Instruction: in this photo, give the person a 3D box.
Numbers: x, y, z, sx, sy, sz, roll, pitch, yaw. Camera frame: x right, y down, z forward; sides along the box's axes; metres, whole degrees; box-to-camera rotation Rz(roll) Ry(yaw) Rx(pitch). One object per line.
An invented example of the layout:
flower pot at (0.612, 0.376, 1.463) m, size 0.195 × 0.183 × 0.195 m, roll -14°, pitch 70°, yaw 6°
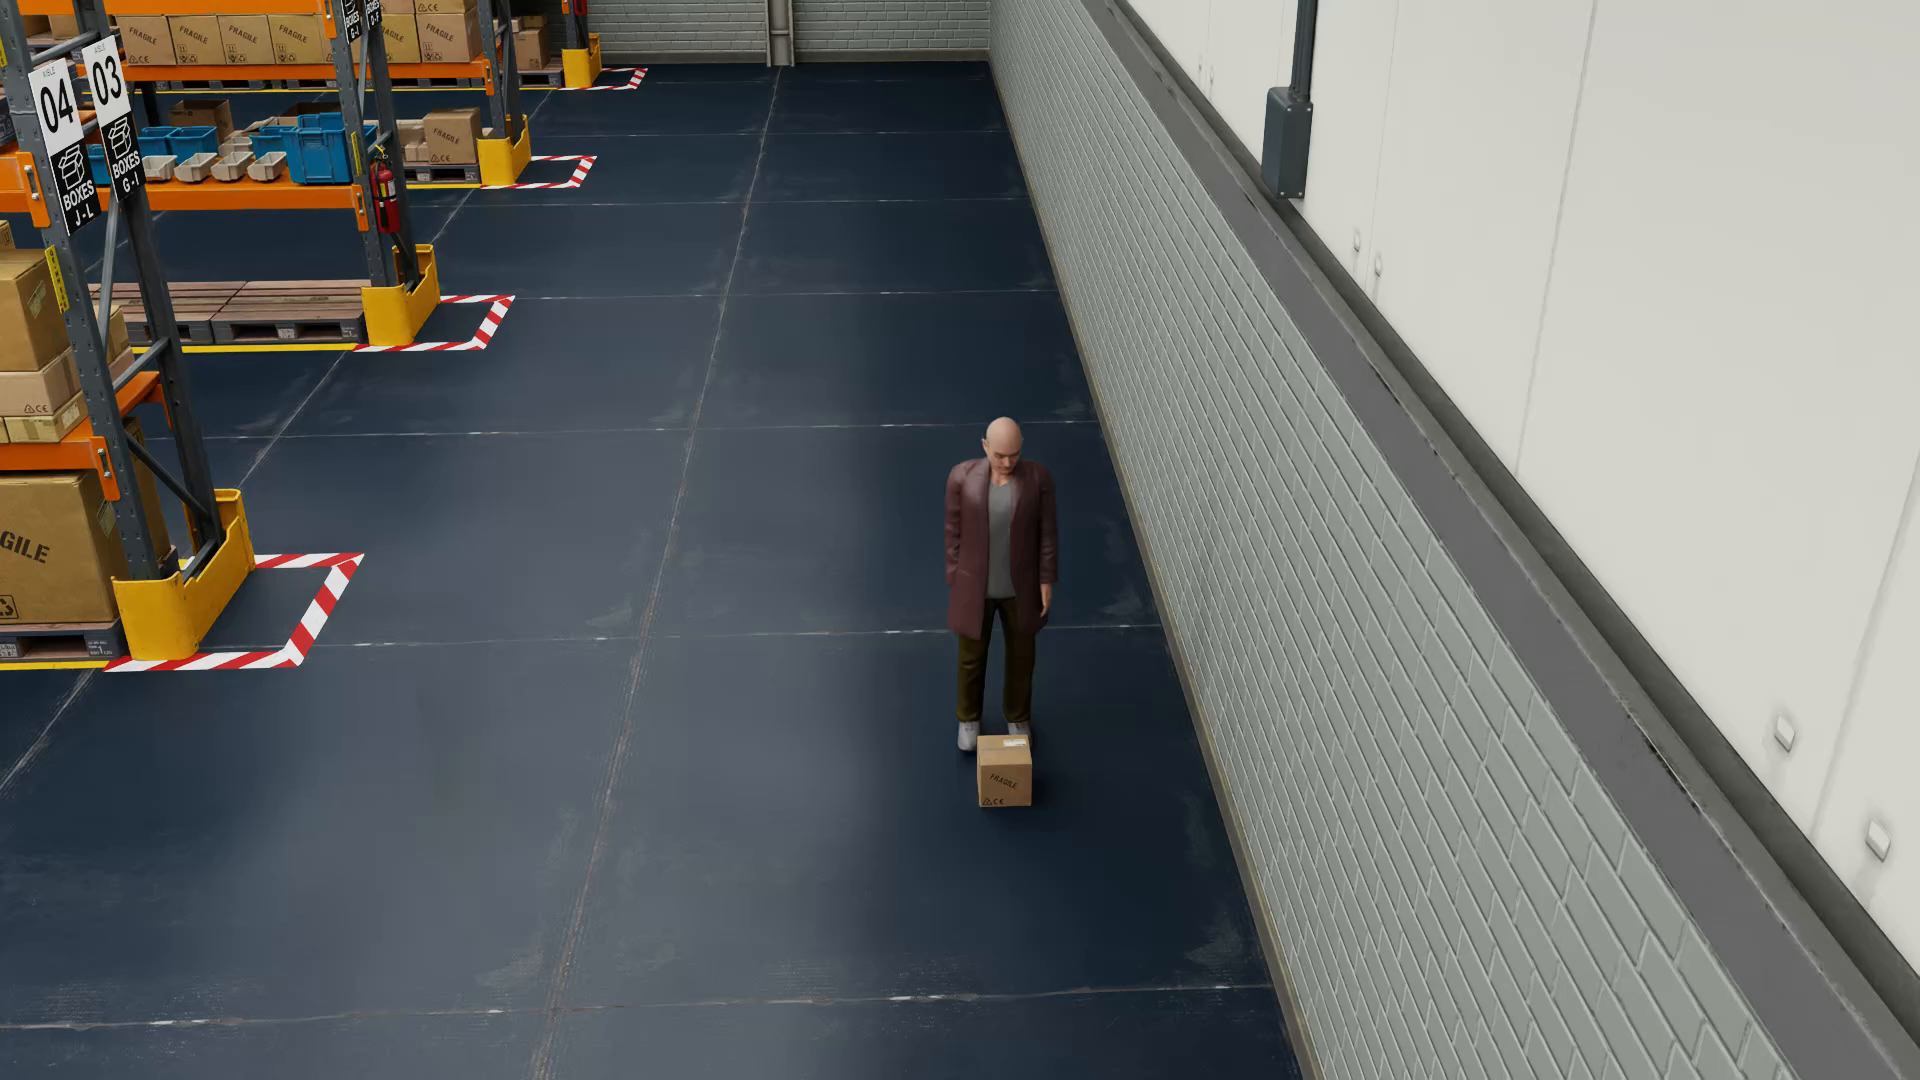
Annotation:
person at (0.205, 0.222, 8.216) m, size 0.563 × 1.772 × 0.384 m, roll -1°, pitch 27°, yaw -2°
